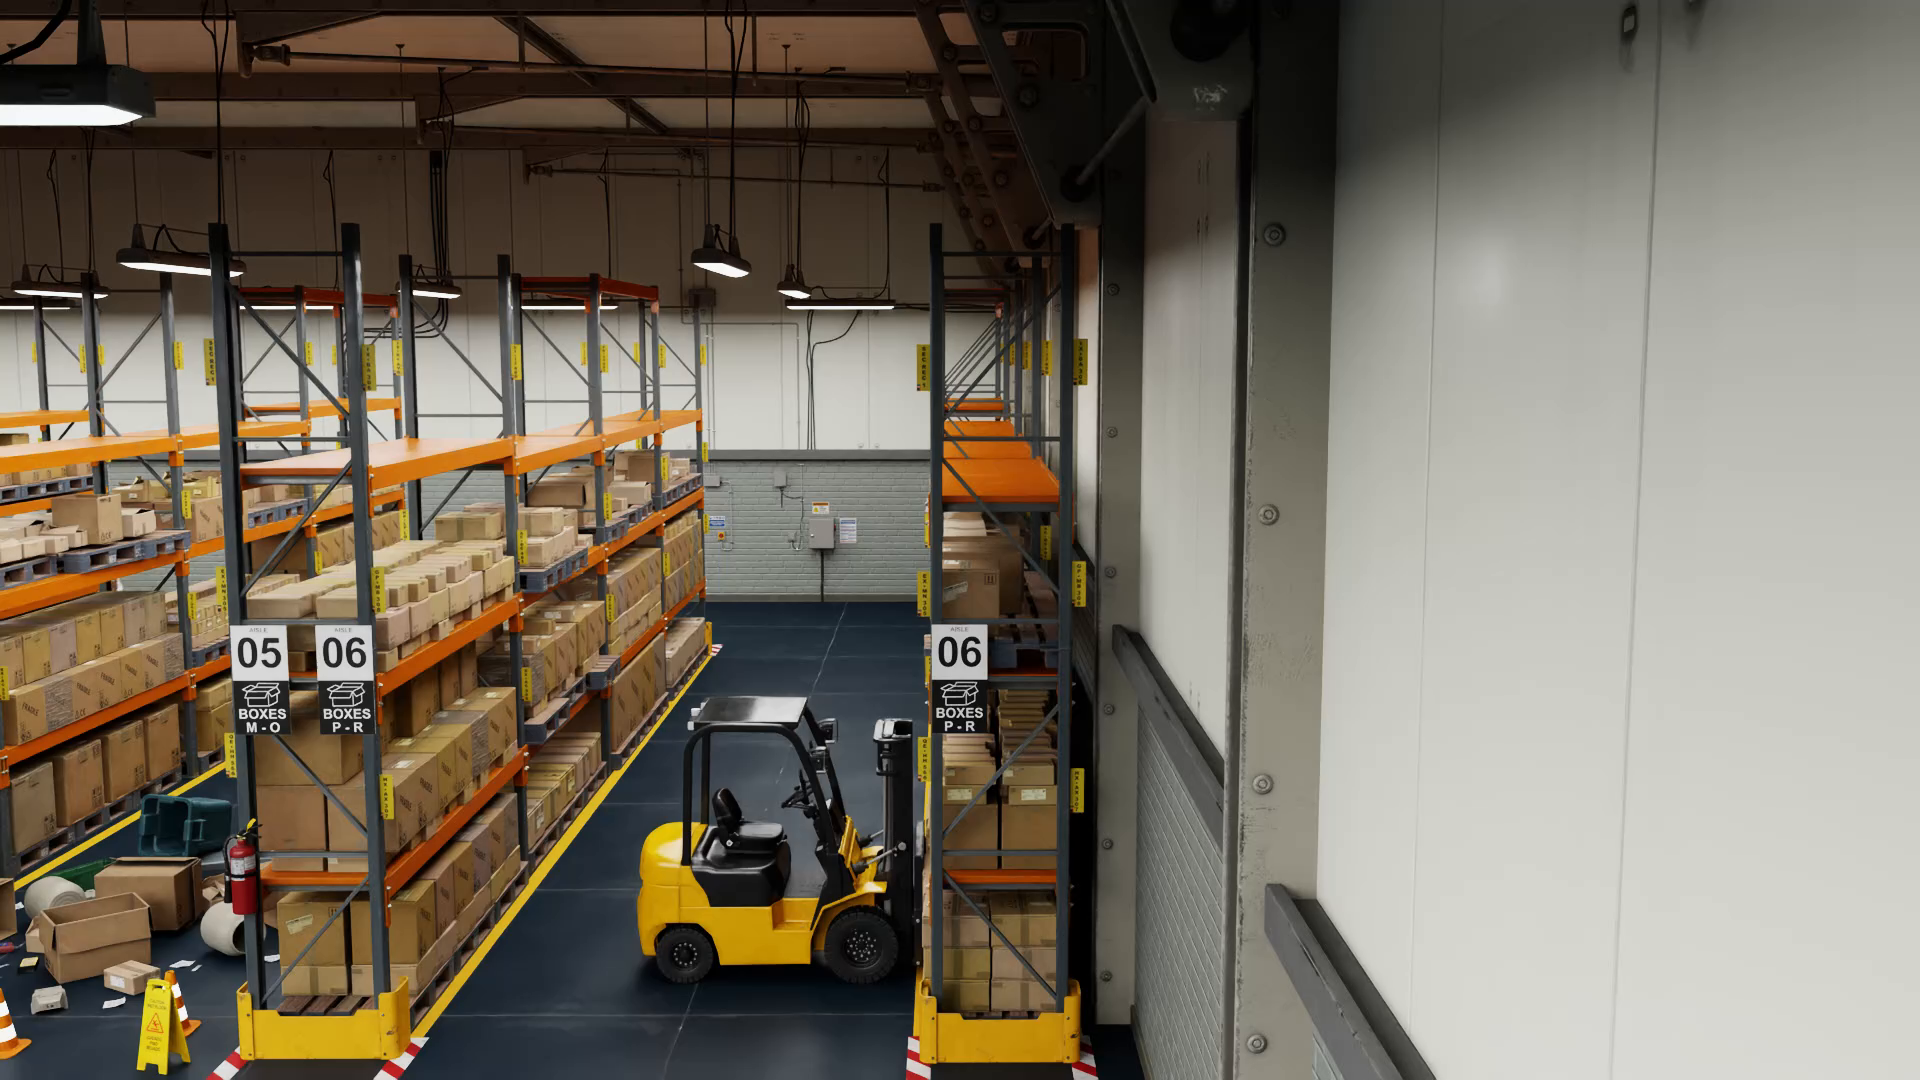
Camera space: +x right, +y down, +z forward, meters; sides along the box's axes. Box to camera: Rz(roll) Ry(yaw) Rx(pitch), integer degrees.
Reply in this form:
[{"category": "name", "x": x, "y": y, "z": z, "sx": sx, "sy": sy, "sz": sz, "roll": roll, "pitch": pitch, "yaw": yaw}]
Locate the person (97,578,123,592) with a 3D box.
[{"category": "person", "x": -14.818, "y": 0.923, "z": 28.963, "sx": 0.772, "sy": 1.773, "sz": 0.643, "roll": -2, "pitch": 7, "yaw": -19}]
